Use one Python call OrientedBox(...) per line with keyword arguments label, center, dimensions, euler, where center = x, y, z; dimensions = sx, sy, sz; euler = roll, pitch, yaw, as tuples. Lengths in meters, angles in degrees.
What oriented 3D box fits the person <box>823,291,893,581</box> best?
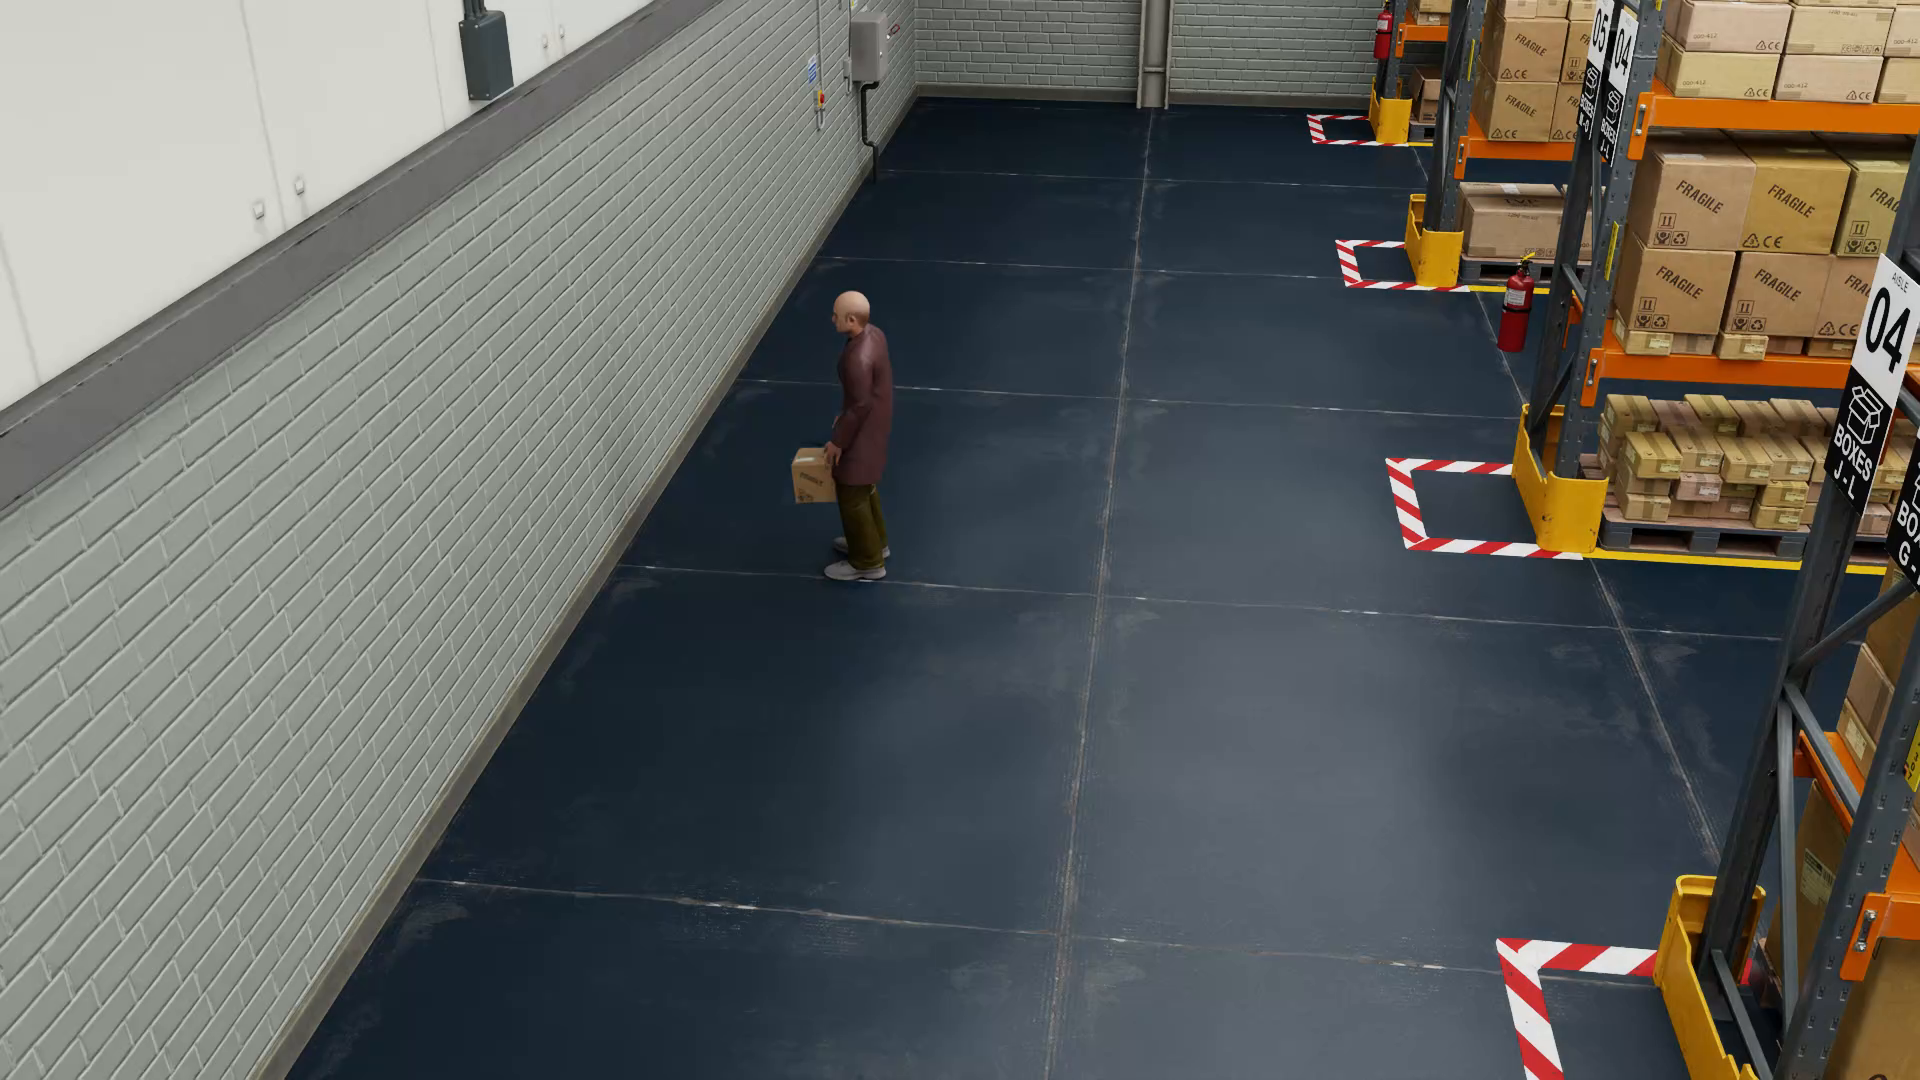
OrientedBox(label="person", center=(-0.603, -0.619, 9.797), dimensions=(0.425, 1.779, 0.587), euler=(3, 28, 5))
